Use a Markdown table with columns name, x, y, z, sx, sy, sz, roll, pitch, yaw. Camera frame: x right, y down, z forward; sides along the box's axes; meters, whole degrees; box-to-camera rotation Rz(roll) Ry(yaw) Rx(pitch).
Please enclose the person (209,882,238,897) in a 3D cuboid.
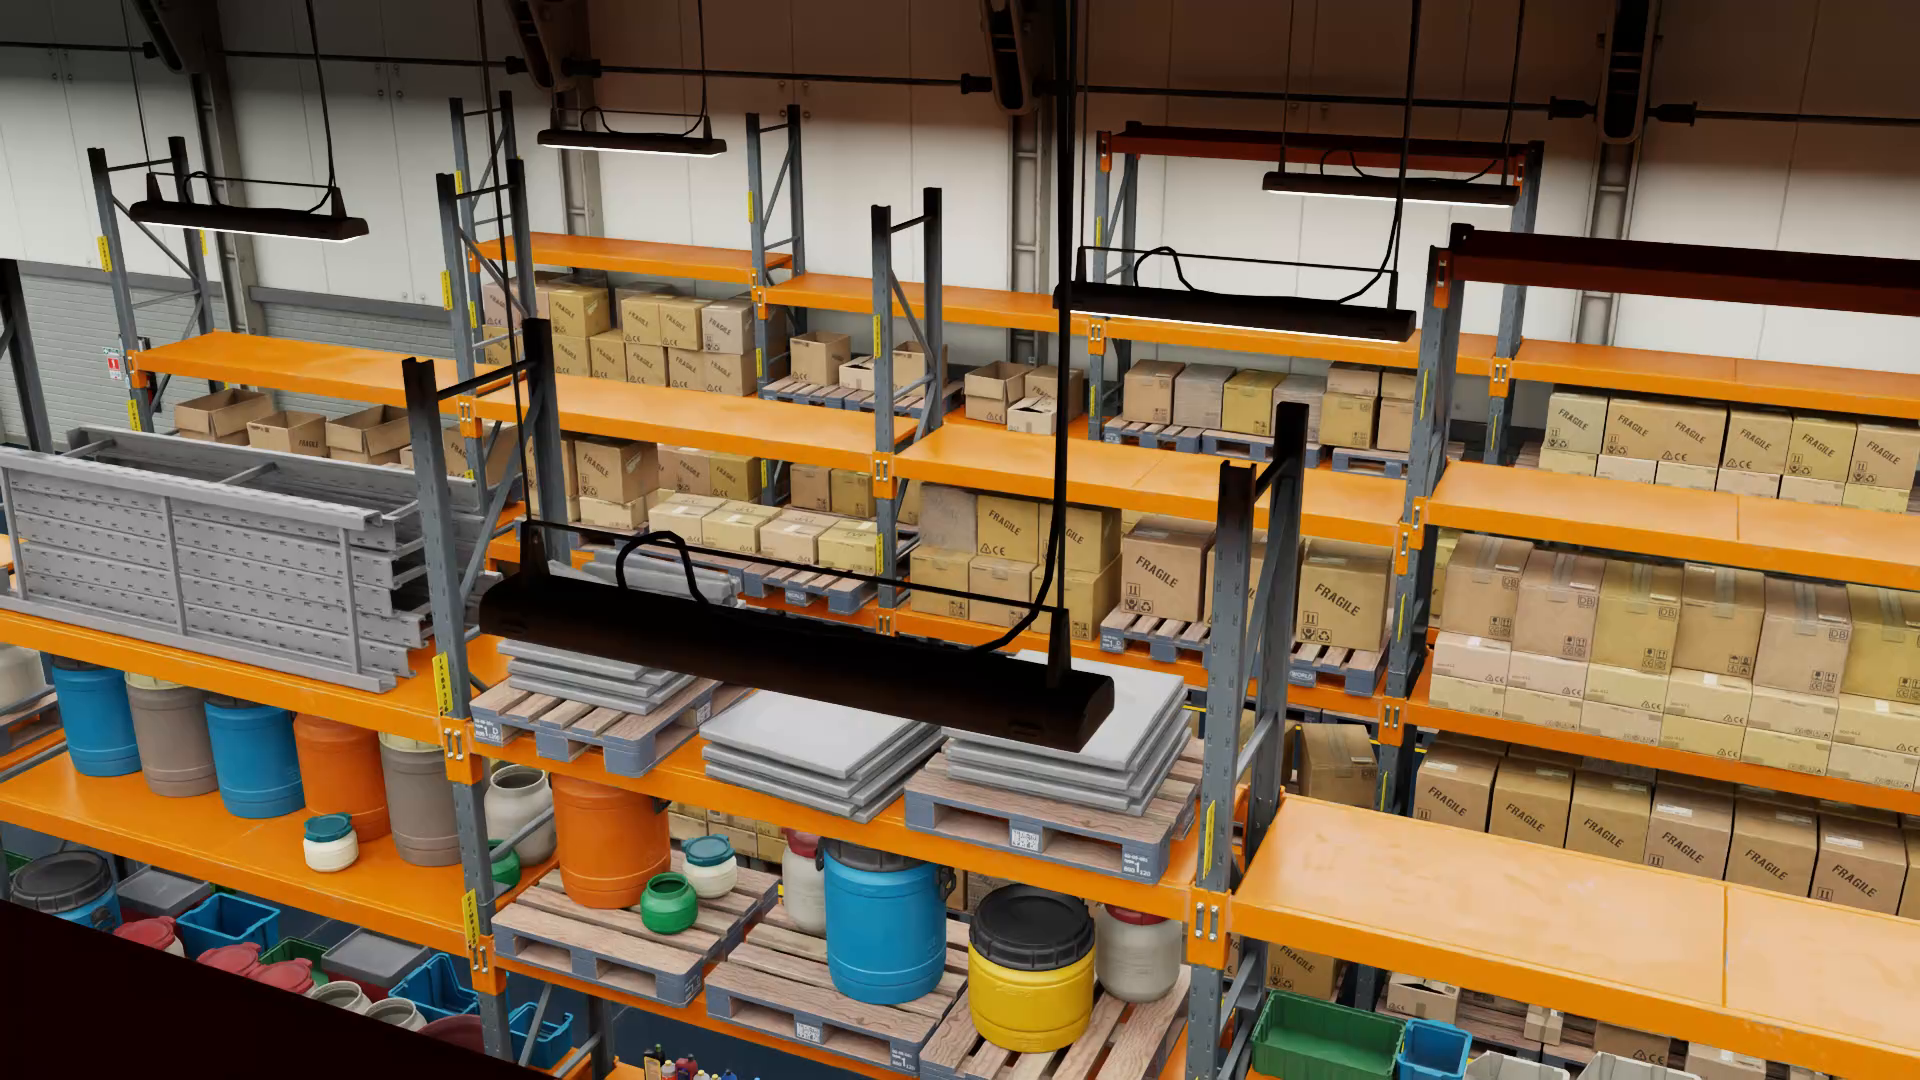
| name | x | y | z | sx | sy | sz | roll | pitch | yaw |
| --- | --- | --- | --- | --- | --- | --- | --- | --- | --- |
| person | -6.024 | 2.579 | 13.276 | 0.490 | 1.782 | 0.584 | 13 | 24 | 31 |
